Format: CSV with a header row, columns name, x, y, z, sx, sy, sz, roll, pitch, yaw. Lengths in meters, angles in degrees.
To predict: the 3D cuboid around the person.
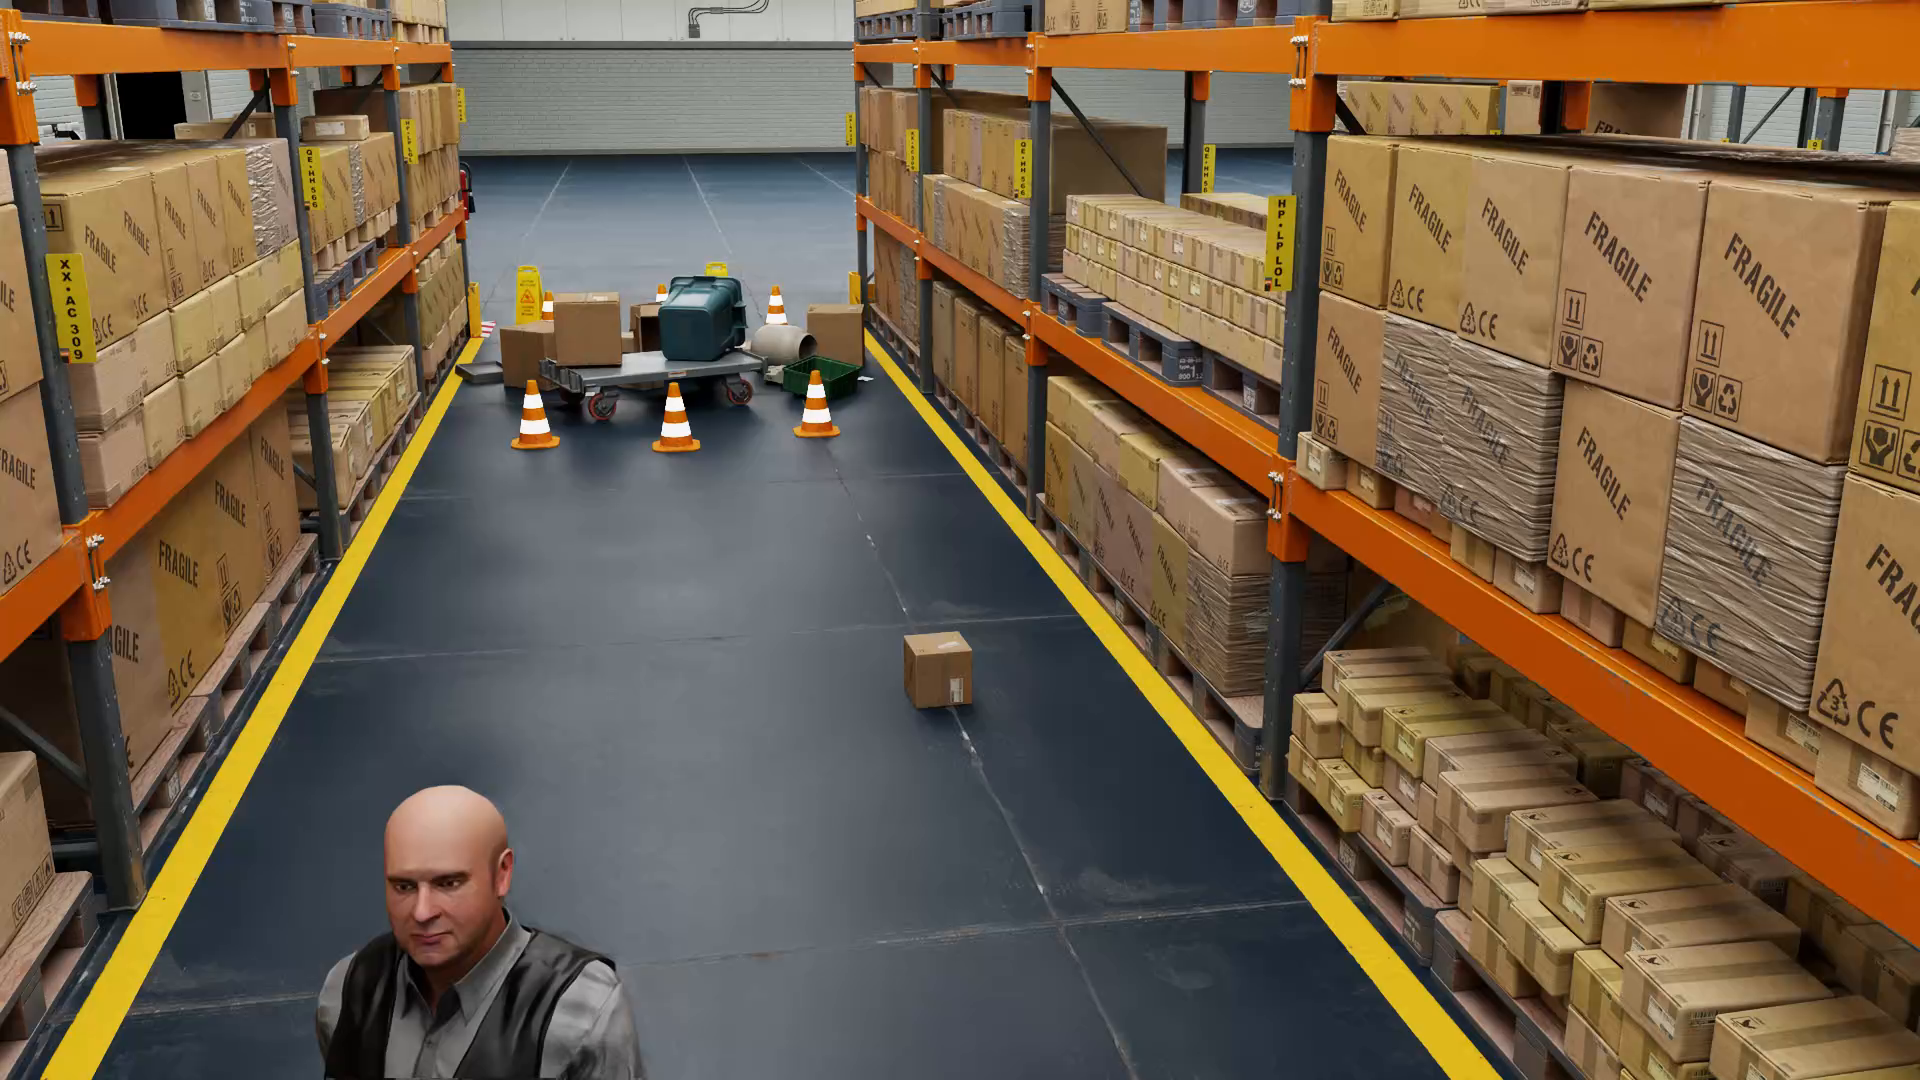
name,x,y,z,sx,sy,sz,roll,pitch,yaw
person,-0.706,1.173,2.544,0.557,1.694,0.869,4,17,12
